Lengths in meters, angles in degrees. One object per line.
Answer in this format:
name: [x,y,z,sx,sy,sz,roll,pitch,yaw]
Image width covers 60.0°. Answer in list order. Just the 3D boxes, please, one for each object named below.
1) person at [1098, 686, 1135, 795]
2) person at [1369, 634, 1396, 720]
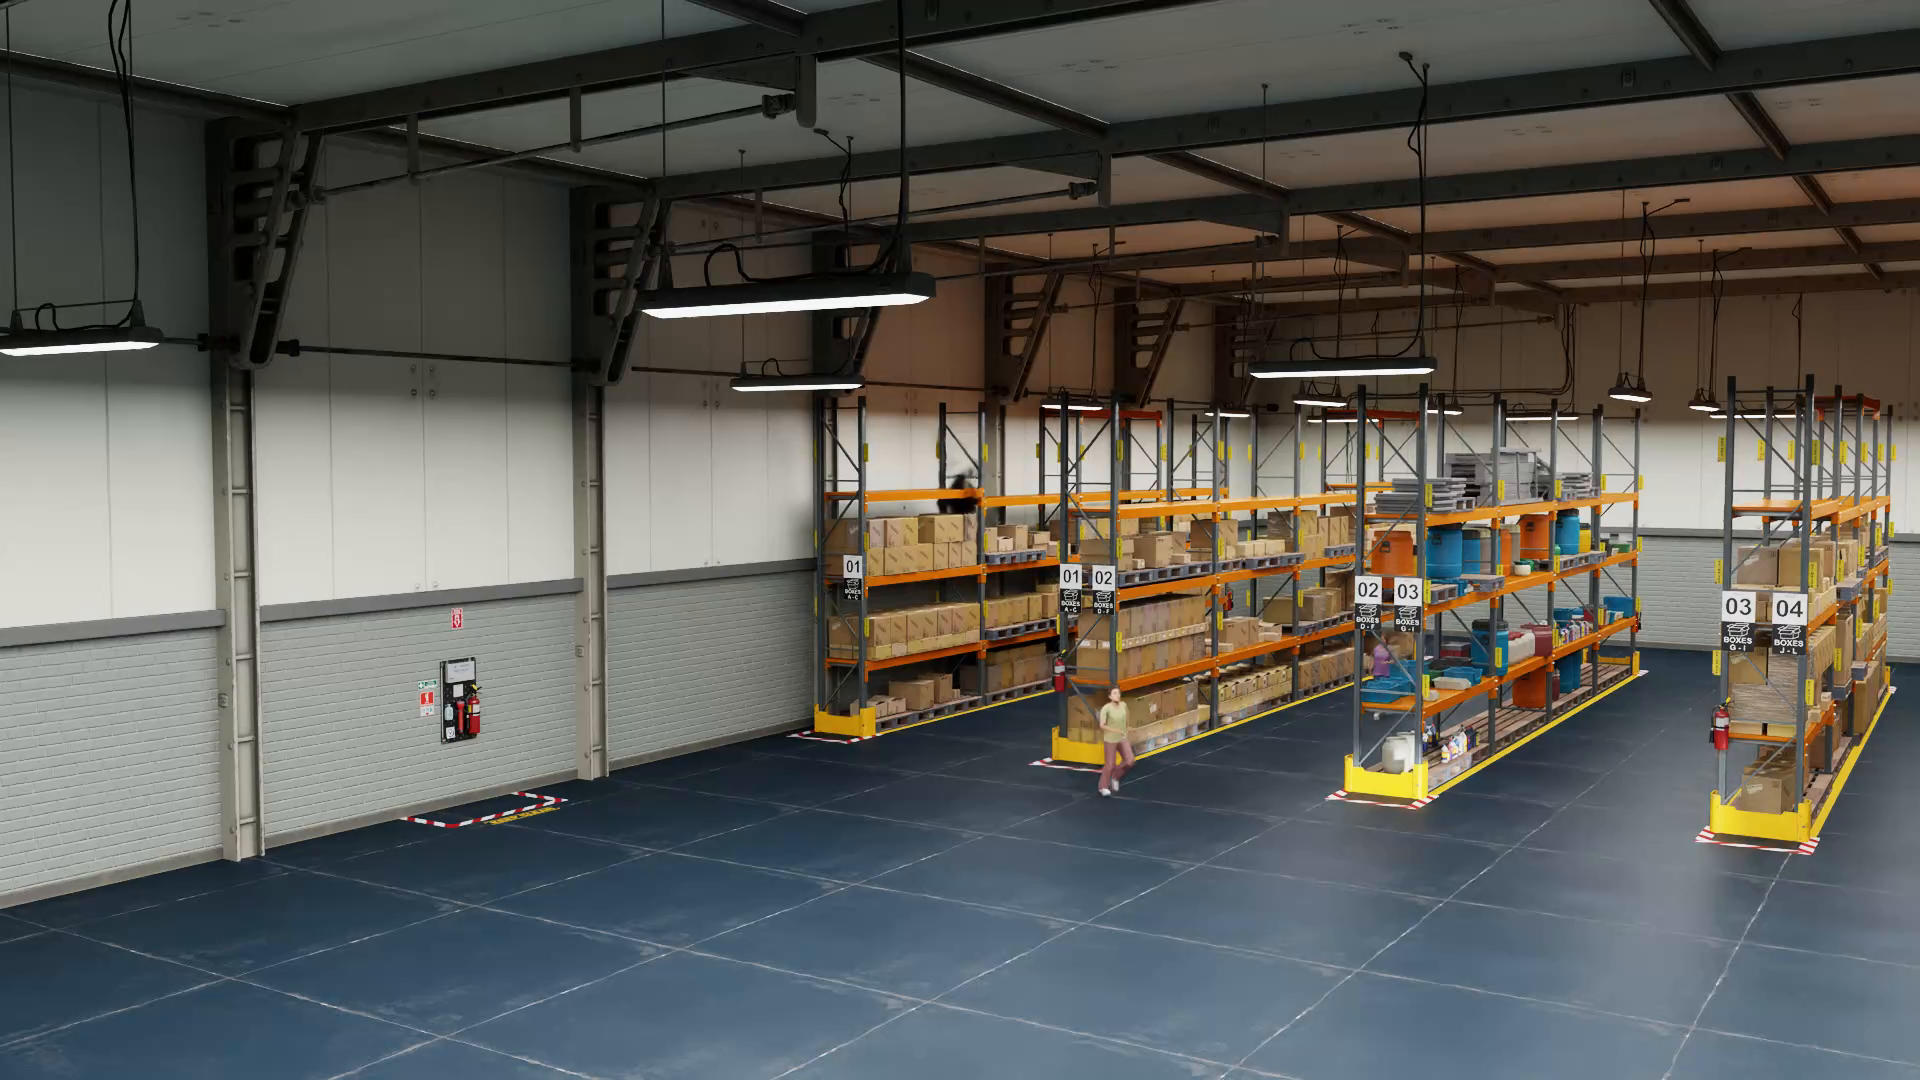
person: [2.269,2.914,24.110,0.596,1.622,0.716,-1,3,-24]
person: [7.929,2.548,31.211,0.538,1.582,0.893,1,3,26]
